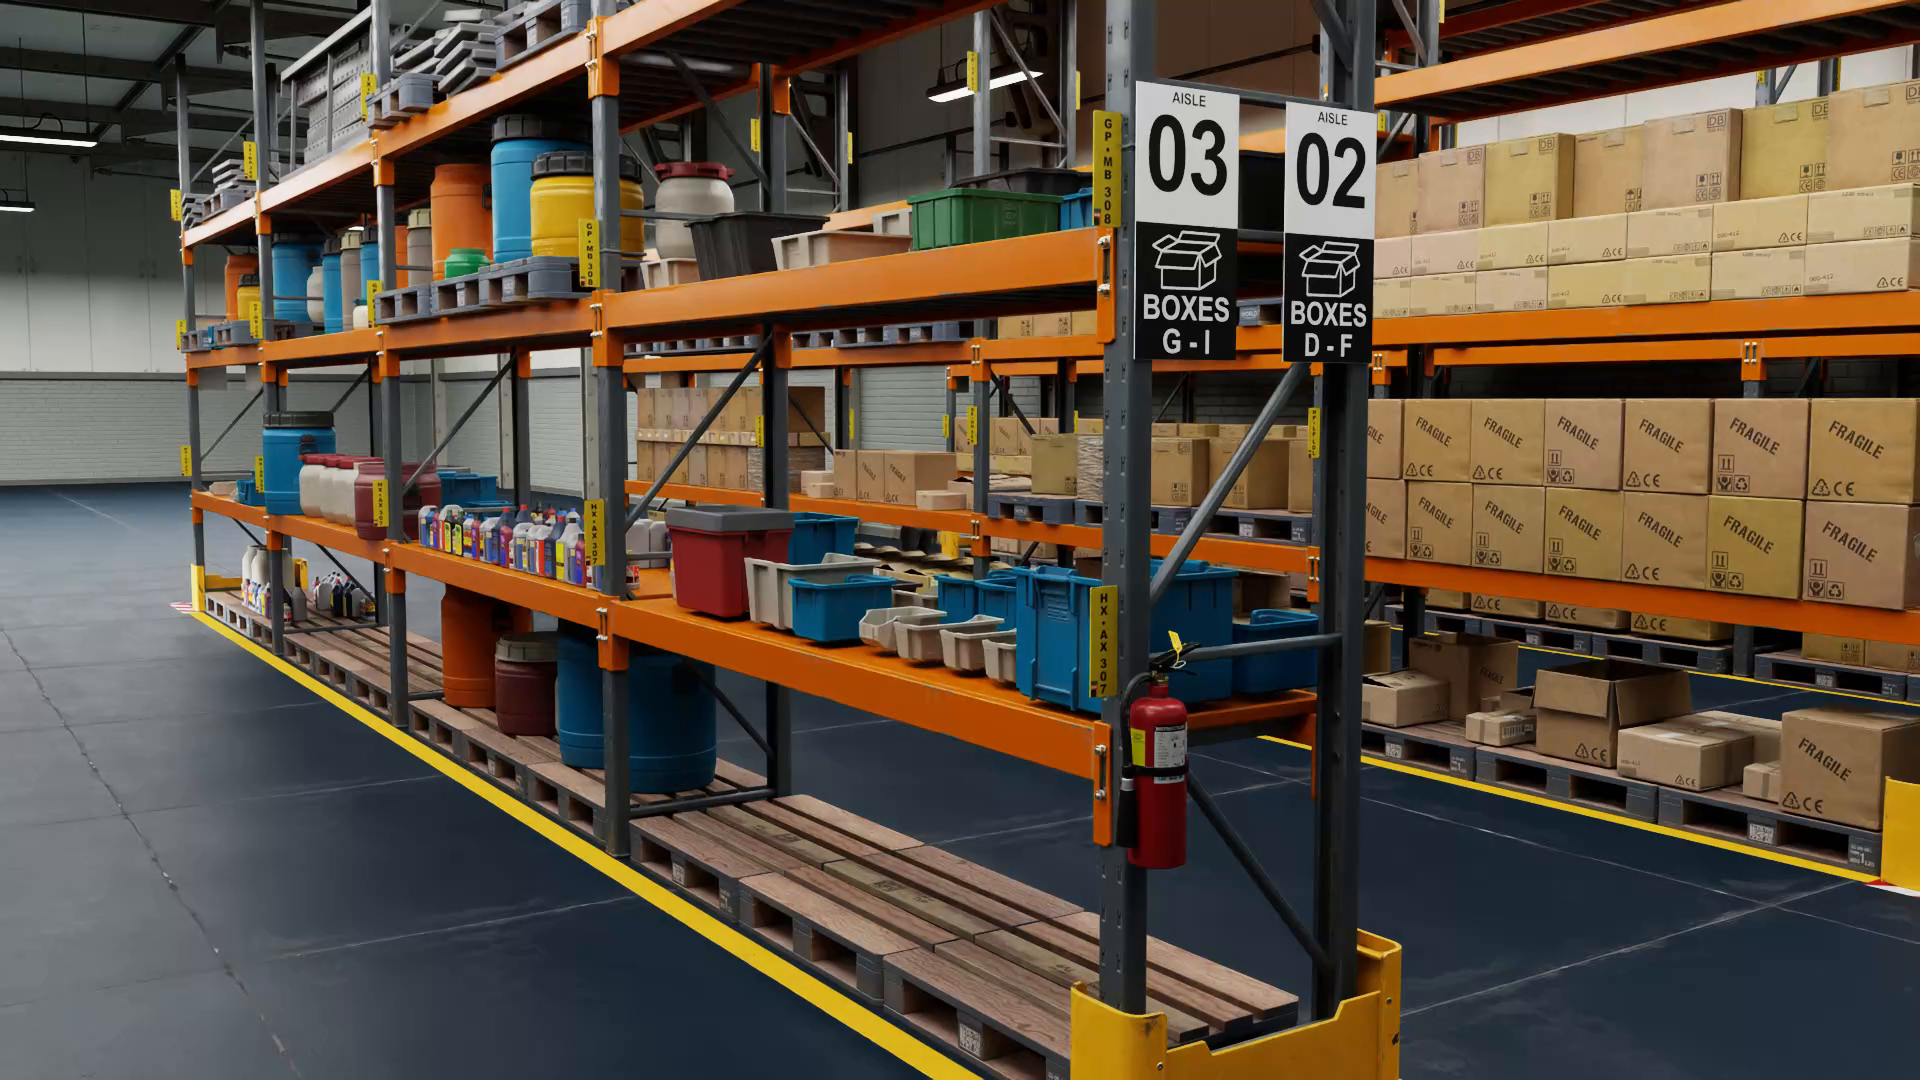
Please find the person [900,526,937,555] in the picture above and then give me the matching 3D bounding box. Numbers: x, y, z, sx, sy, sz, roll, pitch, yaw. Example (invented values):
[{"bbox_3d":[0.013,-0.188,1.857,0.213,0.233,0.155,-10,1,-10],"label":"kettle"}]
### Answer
[{"bbox_3d":[-0.480,-0.142,19.130,0.463,1.624,0.781,-3,5,-29],"label":"person"}]
